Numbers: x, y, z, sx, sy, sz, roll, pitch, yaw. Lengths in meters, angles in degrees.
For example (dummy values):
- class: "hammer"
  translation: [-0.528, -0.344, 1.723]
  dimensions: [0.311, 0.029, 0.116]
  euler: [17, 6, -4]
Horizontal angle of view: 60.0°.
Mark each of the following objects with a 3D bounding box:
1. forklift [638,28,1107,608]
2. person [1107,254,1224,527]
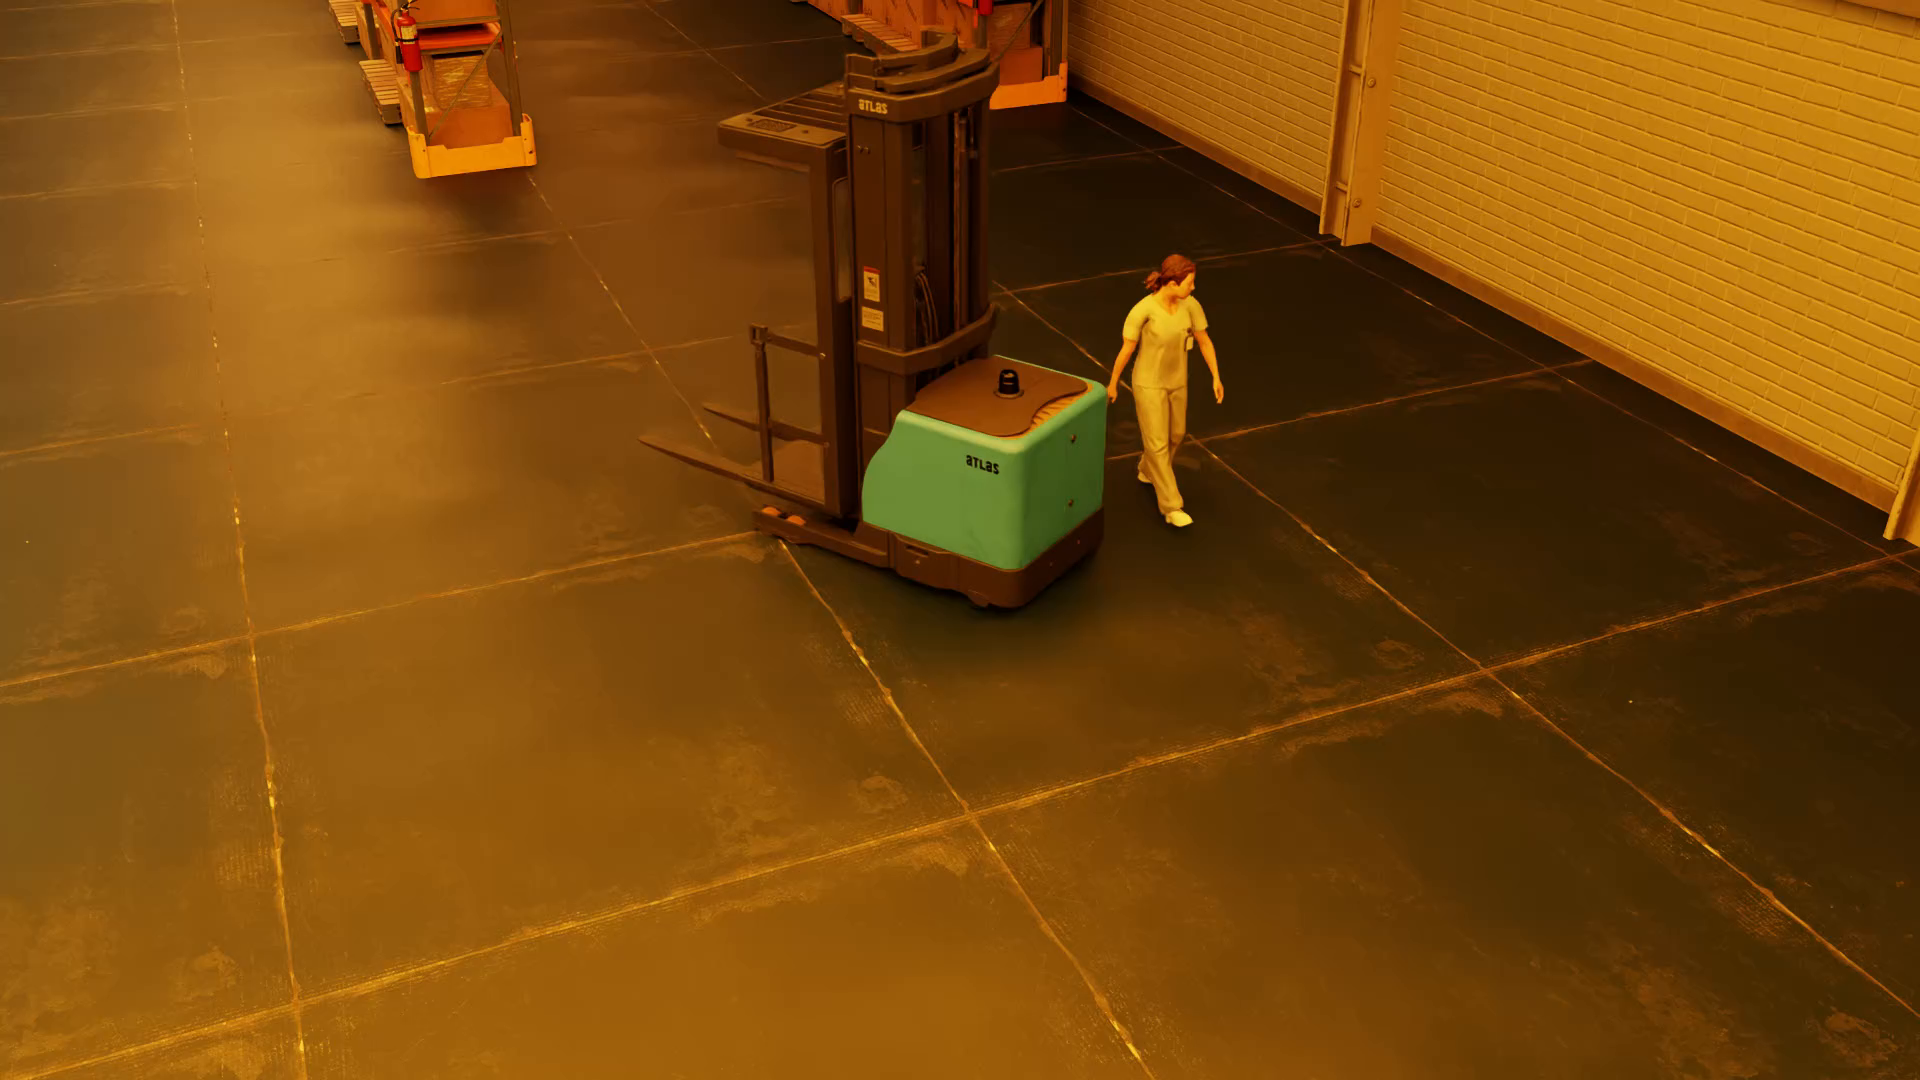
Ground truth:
- class: "forklift"
  translation: [-0.650, -1.447, 9.651]
  dimensions: [3.031, 2.935, 1.130]
  euler: [19, 35, 29]
- class: "person"
  translation: [1.242, -0.890, 9.936]
  dimensions: [0.623, 1.616, 0.833]
  euler: [-15, 33, -25]
